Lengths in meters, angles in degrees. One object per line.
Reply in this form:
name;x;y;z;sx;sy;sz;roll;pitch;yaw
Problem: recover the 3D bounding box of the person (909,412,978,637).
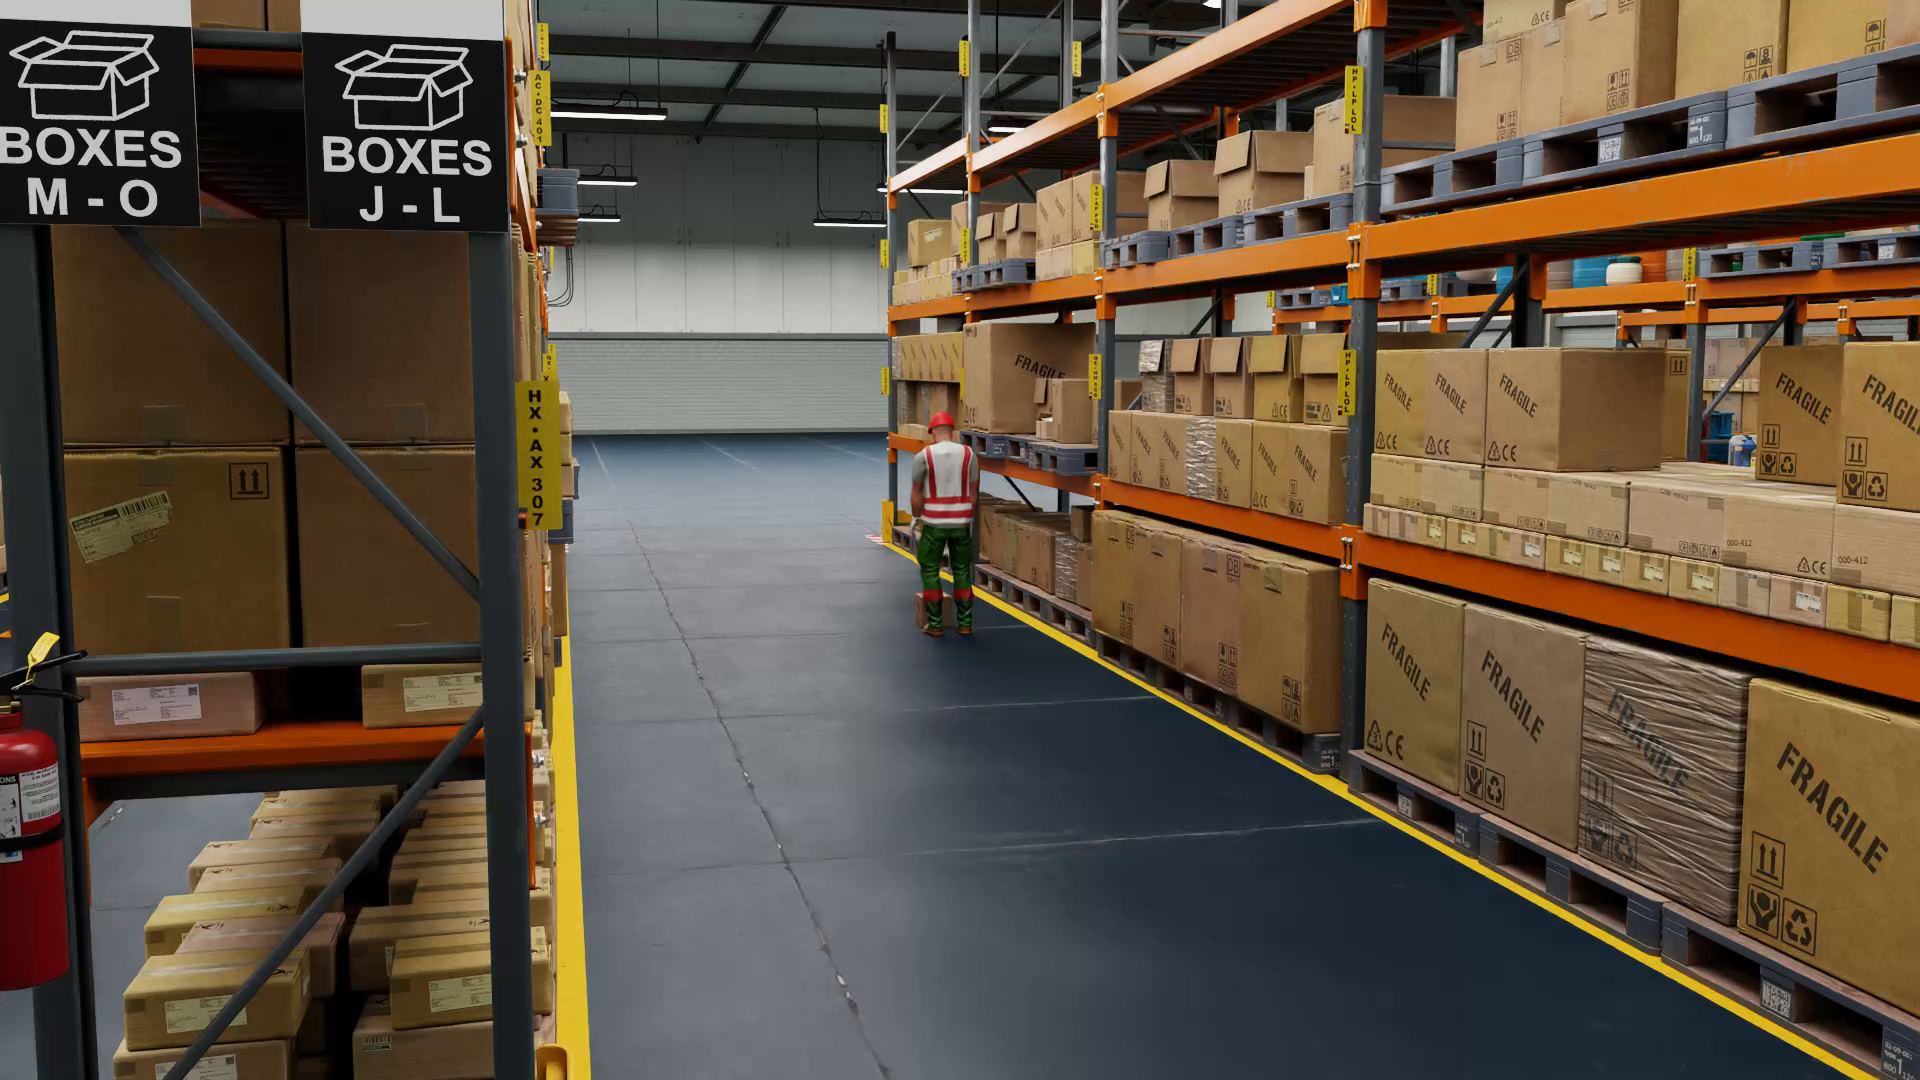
person;-0.131;-0.128;13.142;0.536;1.758;0.414;-1;6;-12
